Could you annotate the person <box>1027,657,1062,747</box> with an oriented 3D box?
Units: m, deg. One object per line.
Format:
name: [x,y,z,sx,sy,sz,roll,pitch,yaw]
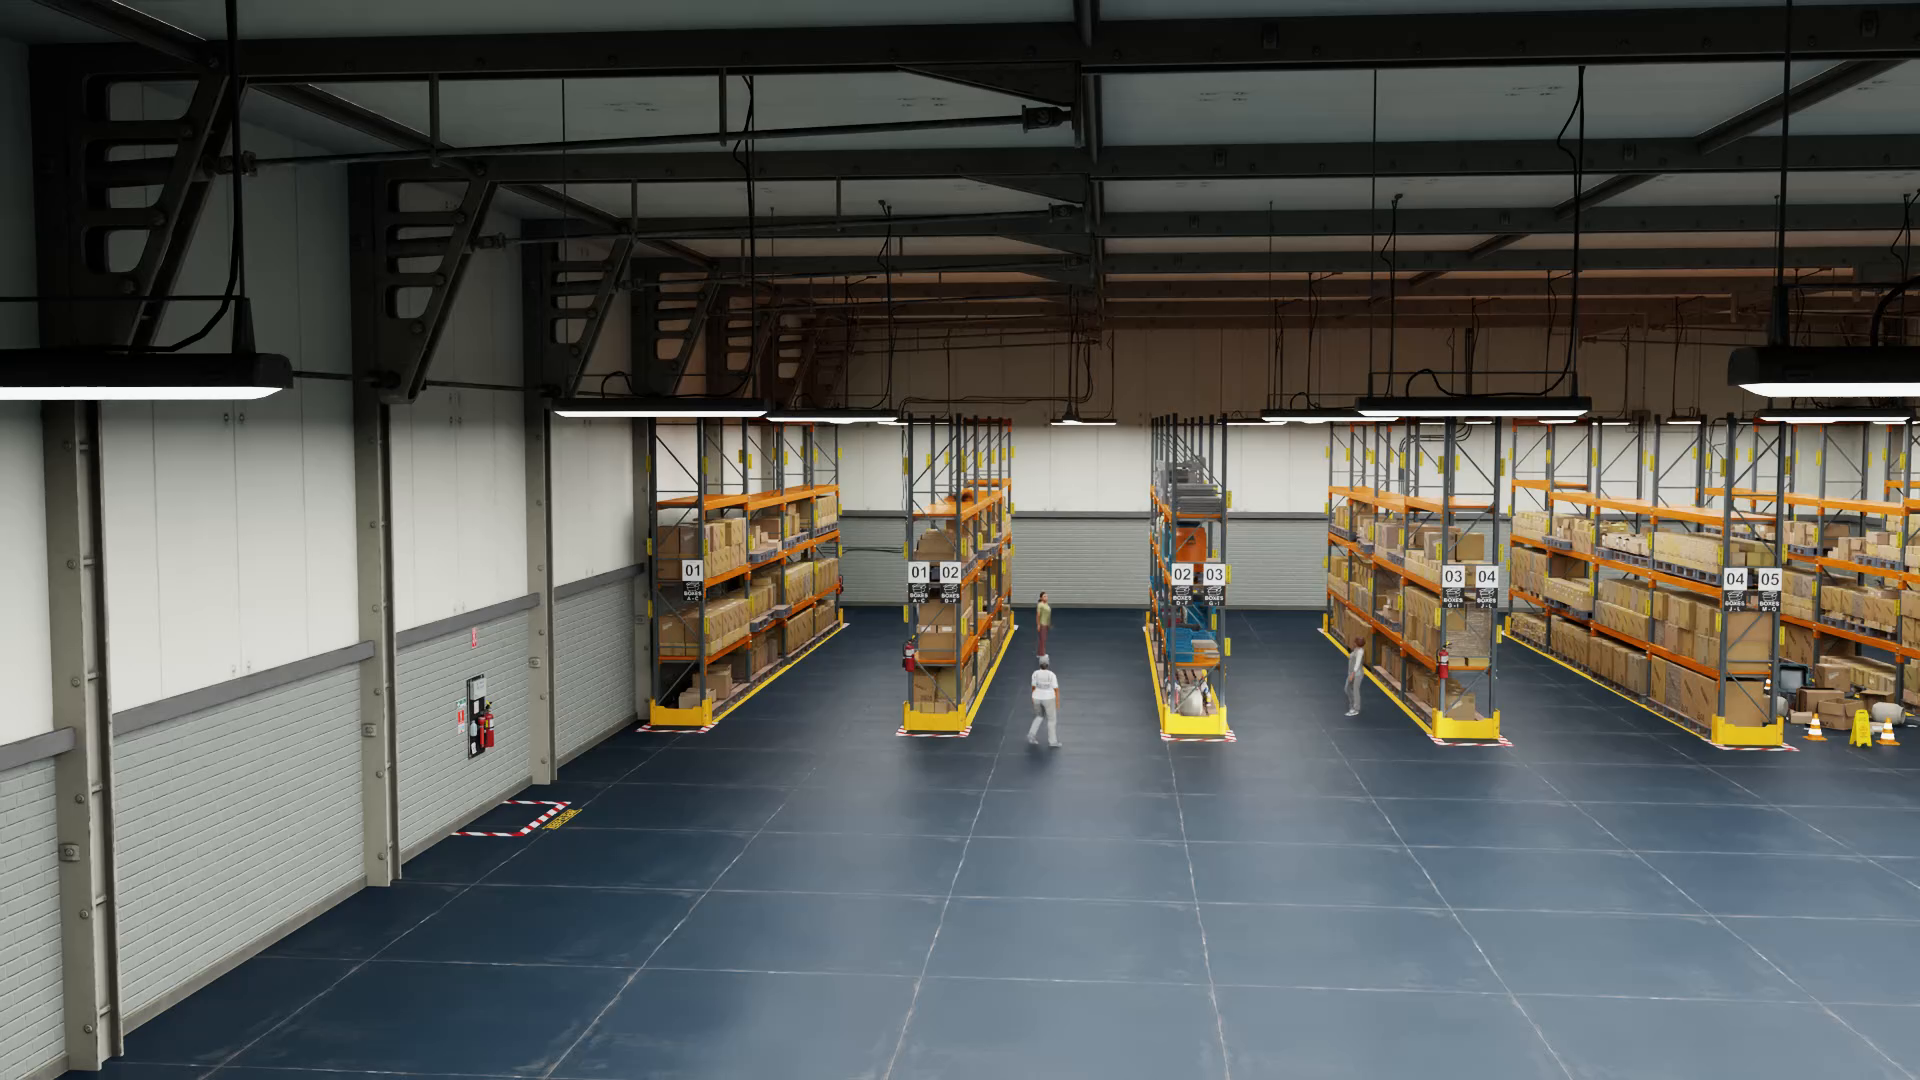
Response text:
person: [1.538,2.900,29.885,0.566,1.658,0.533,3,5,38]

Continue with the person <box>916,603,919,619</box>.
person: [-0.916,1.925,44.103,0.540,1.639,0.983,0,4,3]

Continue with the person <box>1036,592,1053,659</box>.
person: [2.081,2.124,41.258,0.401,1.696,0.508,2,4,28]

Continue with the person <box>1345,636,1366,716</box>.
person: [7.871,2.717,33.143,0.408,1.629,0.427,-1,4,-14]
